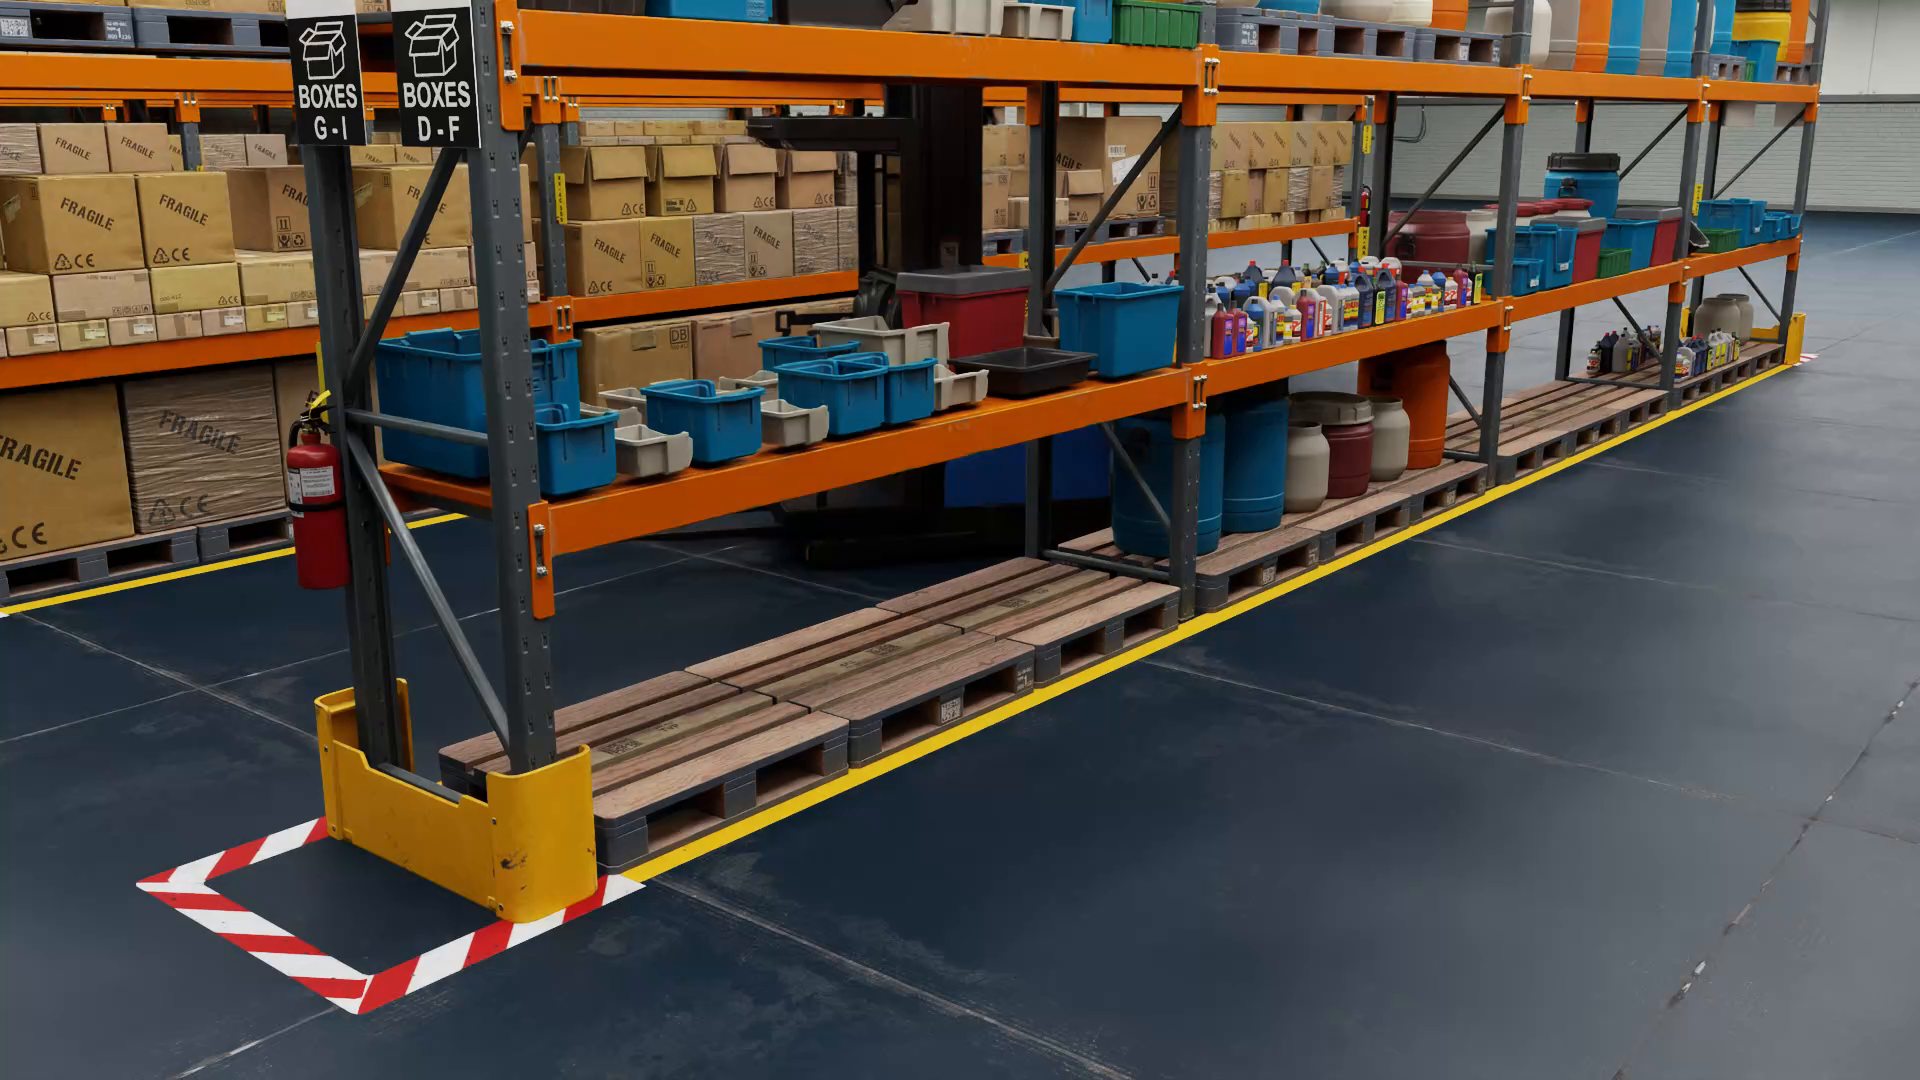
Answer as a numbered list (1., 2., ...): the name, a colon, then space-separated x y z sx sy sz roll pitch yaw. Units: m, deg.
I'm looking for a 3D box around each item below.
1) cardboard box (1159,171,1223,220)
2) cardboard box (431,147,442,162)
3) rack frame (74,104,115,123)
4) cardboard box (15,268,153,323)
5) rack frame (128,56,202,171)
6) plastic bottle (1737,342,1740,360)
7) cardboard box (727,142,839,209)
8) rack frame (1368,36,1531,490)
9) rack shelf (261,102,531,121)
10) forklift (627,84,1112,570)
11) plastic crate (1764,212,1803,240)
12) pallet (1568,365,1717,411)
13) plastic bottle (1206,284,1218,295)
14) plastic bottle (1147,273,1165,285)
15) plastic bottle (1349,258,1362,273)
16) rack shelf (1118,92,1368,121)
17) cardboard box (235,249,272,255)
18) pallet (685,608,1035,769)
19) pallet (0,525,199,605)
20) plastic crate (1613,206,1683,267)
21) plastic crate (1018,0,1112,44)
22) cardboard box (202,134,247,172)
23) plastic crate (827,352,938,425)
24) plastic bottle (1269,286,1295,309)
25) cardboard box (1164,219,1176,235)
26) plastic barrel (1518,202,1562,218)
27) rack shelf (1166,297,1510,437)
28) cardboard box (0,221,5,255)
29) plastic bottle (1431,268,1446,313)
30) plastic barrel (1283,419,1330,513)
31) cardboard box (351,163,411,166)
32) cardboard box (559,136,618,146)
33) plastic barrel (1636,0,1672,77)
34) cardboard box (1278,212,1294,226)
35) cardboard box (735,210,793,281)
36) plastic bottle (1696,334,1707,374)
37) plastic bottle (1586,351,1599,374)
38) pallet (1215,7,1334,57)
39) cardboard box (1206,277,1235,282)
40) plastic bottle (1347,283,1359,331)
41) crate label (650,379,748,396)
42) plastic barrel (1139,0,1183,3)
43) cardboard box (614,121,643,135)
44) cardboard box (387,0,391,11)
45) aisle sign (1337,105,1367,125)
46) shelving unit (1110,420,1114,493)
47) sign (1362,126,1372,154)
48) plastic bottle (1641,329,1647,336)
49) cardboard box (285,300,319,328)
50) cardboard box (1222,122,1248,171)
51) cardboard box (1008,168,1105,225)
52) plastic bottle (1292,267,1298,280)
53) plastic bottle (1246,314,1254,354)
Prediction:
1. cardboard box: 2.285 -3.687 17.737 0.875 0.500 0.500 11 18 38
2. cardboard box: -6.834 -4.930 21.777 0.500 0.500 0.500 10 18 35
3. rack frame: -12.131 -4.953 23.526 1.000 3.000 0.127 11 18 38
4. cardboard box: -4.755 -1.342 9.013 0.500 0.250 0.500 11 18 37
5. rack frame: -6.869 -2.672 14.551 1.000 3.000 0.127 11 18 38
6. plastic bottle: 7.507 -1.855 16.121 0.097 0.201 0.097 0 14 0
7. cardboard box: -1.444 -2.924 13.302 0.797 0.503 0.637 12 18 39
8. rack frame: 3.292 -1.885 11.451 1.000 3.000 0.127 11 18 38
9. rack shelf: -7.011 -5.673 21.732 1.077 0.370 4.000 11 18 38
10. forklift: -0.664 -1.395 9.662 3.031 2.935 1.130 -4 15 -16
11. plastic crate: 8.238 -3.203 16.941 0.499 0.251 0.616 11 18 38
12. pallet: 6.261 -1.422 15.291 1.003 0.211 1.213 11 18 38
13. plastic bottle: 1.430 -1.333 9.539 0.097 0.271 0.097 0 14 0
14. plastic bottle: 1.101 -1.322 9.334 0.144 0.351 0.185 11 18 38
15. plastic bottle: 2.675 -1.772 11.267 0.097 0.271 0.097 0 14 0
16. rack shelf: 3.211 -4.906 18.711 1.077 0.370 4.000 11 18 38
17. cardboard box: -4.527 -1.620 10.108 0.500 0.250 0.500 11 18 38
18. pallet: -0.420 0.614 7.278 1.003 0.211 1.213 11 18 38
19. pallet: -5.147 0.067 9.431 1.003 0.211 1.213 11 18 38
20. plastic crate: 5.740 -2.542 13.908 0.402 0.464 0.583 11 18 38
21. plastic crate: 0.454 -2.268 7.206 0.416 0.233 0.300 11 18 38
22. cardboard box: -8.706 -4.479 19.429 0.500 0.500 0.500 12 18 39
23. plastic crate: -0.308 -0.607 6.638 0.416 0.233 0.300 11 18 38
24. plastic bottle: 1.829 -1.290 9.359 0.152 0.276 0.135 11 18 38
25. cardboard box: 2.323 -3.290 17.494 0.380 0.149 0.250 11 18 38
26. plastic barrel: 4.573 -2.427 13.309 0.433 0.535 0.433 0 14 0
27. rack shelf: 2.035 -1.153 10.032 1.077 0.370 4.000 11 18 38
28. cardboard box: -7.594 -2.534 13.200 0.500 0.500 0.500 11 18 37
29. plastic bottle: 3.016 -1.579 10.506 0.097 0.271 0.097 0 14 0
30. plastic barrel: 2.003 -0.448 9.995 0.421 0.512 0.421 0 14 0
31. cardboard box: -3.890 -2.175 10.771 0.500 0.500 0.500 11 18 38
32. cardboard box: -4.065 -4.056 17.763 0.700 0.500 0.500 11 18 37
33. plastic barrel: 5.244 -4.092 13.027 0.600 0.901 0.600 0 14 0
34. cardboard box: 3.588 -3.672 18.995 0.380 0.149 0.250 11 18 38
35. cardboard box: -1.640 -2.275 12.785 0.500 0.500 0.500 12 18 39
36. plastic bottle: 6.755 -1.707 15.237 0.144 0.351 0.185 10 18 35
37. plastic bottle: 5.792 -1.626 15.221 0.097 0.201 0.097 0 14 0
38. pallet: 1.195 -2.647 8.740 1.213 0.211 1.003 11 18 38
39. cardboard box: 2.920 -2.722 18.969 0.500 0.500 0.500 9 17 33
40. plastic bottle: 2.249 -1.345 9.586 0.097 0.271 0.097 0 14 0
41. crate label: -1.015 -0.549 6.605 0.396 0.136 0.243 11 18 38
42. plastic barrel: 1.194 -3.074 8.803 0.600 0.588 0.600 0 14 0
43. cardboard box: -4.971 -5.774 23.920 0.700 0.500 0.500 11 18 38
44. cardboard box: -3.519 -3.481 10.381 0.700 0.500 0.500 10 17 34
45. aisle sign: 4.740 -5.409 20.043 0.394 0.787 0.004 11 18 38
46. shelving unit: 0.988 -0.598 10.308 0.252 1.050 0.215 -1 14 -24
47. sign: 4.887 -4.808 19.965 0.100 0.325 0.005 11 18 38
48. plastic bottle: 6.660 -1.924 16.253 0.097 0.271 0.097 0 14 0
49. cardboard box: -3.979 -1.360 9.894 0.380 0.149 0.250 12 18 38
50. cardboard box: 2.747 -4.238 17.874 0.500 0.500 0.500 11 18 38
51. cardboard box: 0.936 -3.325 16.056 0.797 0.503 0.637 14 20 43
52. plastic bottle: 2.094 -1.595 10.570 0.097 0.271 0.097 0 14 0
53. plastic bottle: 1.483 -1.077 8.676 0.097 0.201 0.097 0 14 0
